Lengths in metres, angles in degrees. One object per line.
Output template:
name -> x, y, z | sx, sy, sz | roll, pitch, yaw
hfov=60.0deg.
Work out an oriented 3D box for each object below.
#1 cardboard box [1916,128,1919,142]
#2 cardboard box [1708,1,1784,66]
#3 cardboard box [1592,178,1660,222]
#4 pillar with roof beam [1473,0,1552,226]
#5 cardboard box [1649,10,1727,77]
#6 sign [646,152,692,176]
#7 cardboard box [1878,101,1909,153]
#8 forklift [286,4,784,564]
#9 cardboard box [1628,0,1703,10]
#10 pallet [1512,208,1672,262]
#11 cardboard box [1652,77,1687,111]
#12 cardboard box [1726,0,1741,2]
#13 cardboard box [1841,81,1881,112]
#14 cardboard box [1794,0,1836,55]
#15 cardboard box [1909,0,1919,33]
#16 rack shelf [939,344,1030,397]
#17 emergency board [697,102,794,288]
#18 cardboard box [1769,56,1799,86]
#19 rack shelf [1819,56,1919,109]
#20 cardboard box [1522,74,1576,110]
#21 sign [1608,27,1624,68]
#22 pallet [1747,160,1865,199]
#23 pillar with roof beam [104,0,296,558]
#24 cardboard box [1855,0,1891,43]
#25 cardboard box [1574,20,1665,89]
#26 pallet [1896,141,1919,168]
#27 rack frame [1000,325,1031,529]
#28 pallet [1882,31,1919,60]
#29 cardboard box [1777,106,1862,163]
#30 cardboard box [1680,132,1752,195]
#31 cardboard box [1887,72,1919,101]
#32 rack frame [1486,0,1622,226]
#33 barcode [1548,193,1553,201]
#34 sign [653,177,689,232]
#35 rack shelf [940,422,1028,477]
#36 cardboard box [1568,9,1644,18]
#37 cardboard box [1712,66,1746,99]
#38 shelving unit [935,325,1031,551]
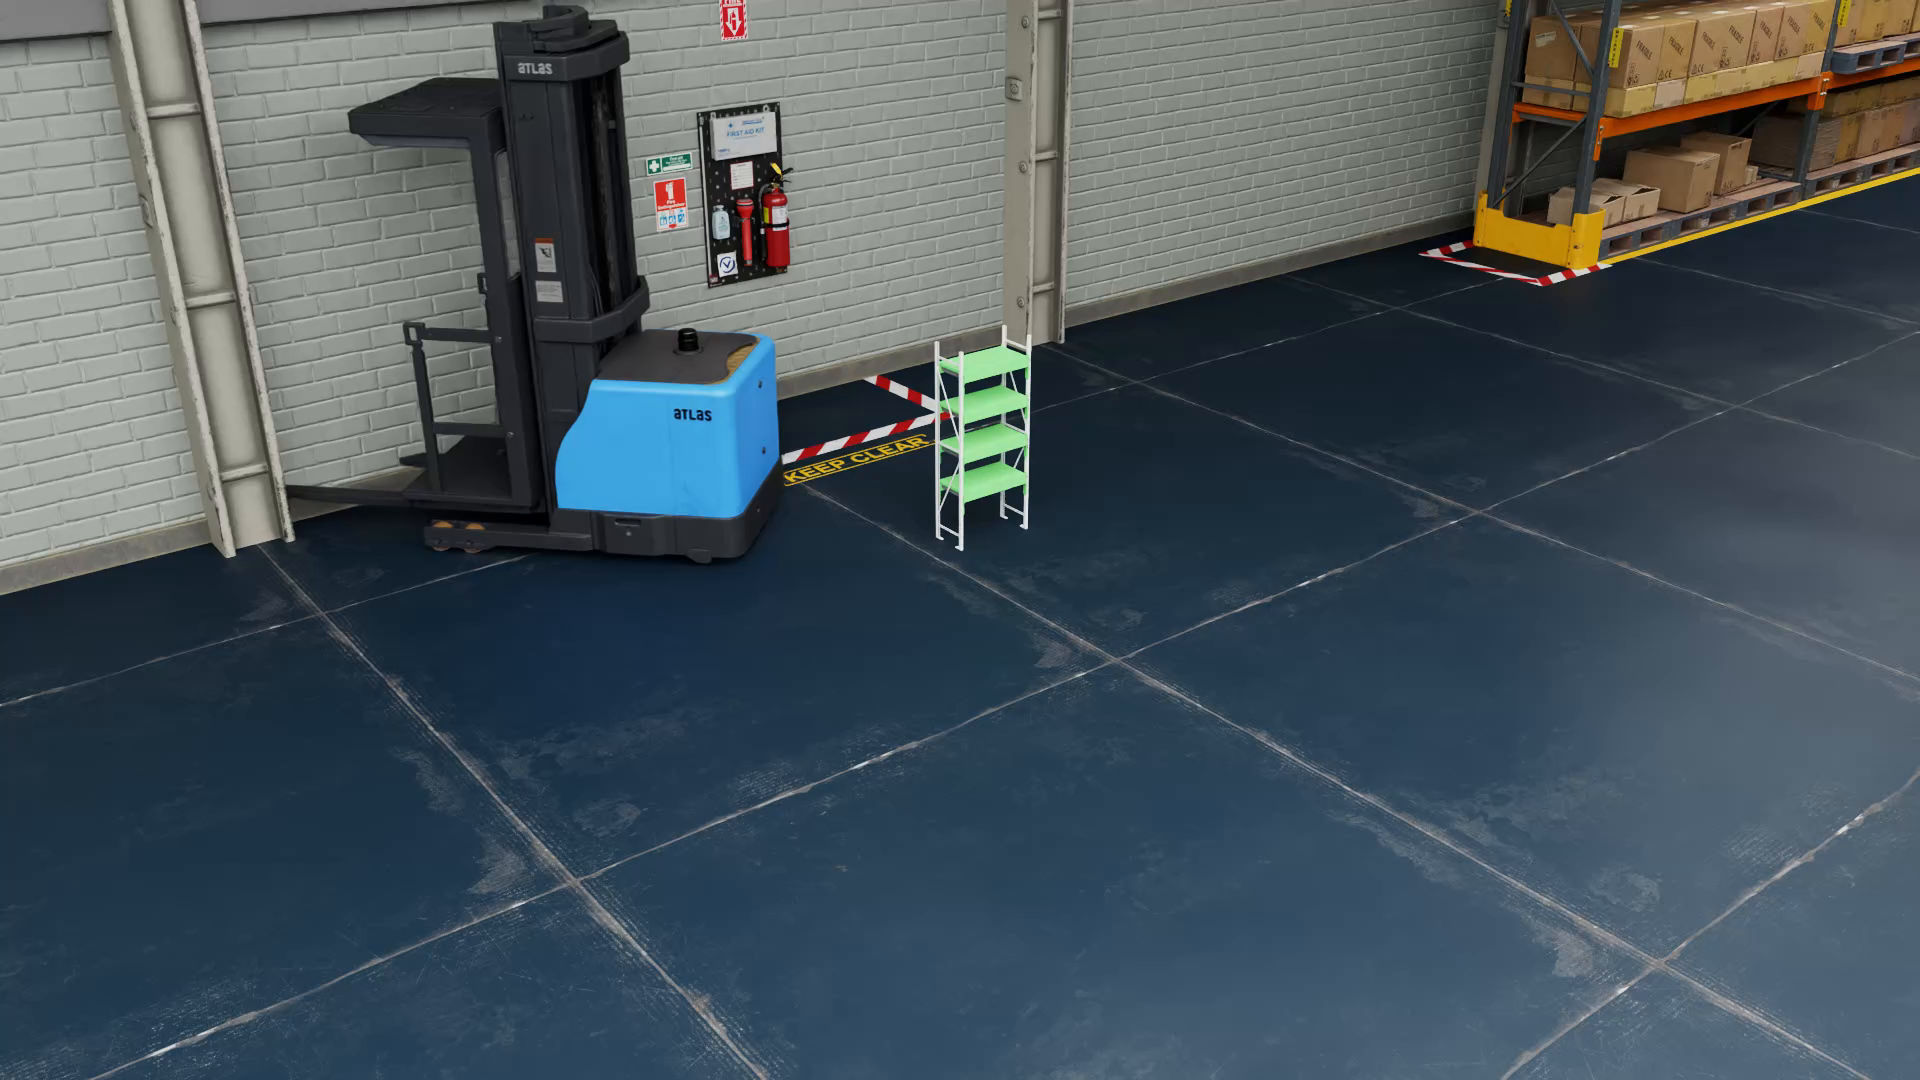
cardboard box -> 11.043, -4.948, 19.295 | 0.500, 0.500, 0.700 | -18, 30, -33
cardboard box -> 7.457, -4.845, 15.889 | 0.500, 0.500, 0.500 | -19, 31, -35
cardboard box -> 6.331, -3.286, 15.939 | 0.500, 0.311, 0.500 | -15, 29, -30
pillar with roof beam -> 7.956, -5.772, 11.497 | 0.400, 9.000, 9.100 | -18, 31, -34
cardboard box -> 6.649, -4.571, 15.300 | 0.500, 0.500, 0.500 | -19, 31, -36
sign -> -1.880, -2.434, 10.760 | 0.331, 0.109, 0.001 | -18, 31, -34
cardboard box -> 10.193, -4.714, 18.791 | 0.500, 0.500, 0.700 | -18, 31, -34
forklift -> -2.643, -1.469, 9.433 | 3.031, 2.935, 1.130 | 4, 25, 8
cardboard box -> 6.725, -4.877, 15.958 | 0.500, 0.500, 0.500 | -18, 30, -33
pallet -> 6.003, -2.963, 15.883 | 1.213, 0.211, 1.003 | -18, 31, -34
cardboard box -> 6.262, -4.111, 15.199 | 0.500, 0.250, 0.500 | -19, 31, -36
cardboard box -> 7.522, -5.143, 16.531 | 0.500, 0.500, 0.500 | -18, 31, -34
cardboard box -> 9.751, -4.902, 18.305 | 0.500, 0.250, 0.500 | -19, 31, -35
cardboard box -> 8.249, -5.103, 16.447 | 0.500, 0.500, 0.500 | -18, 31, -34
cardboard box -> 10.247, -5.875, 18.205 | 0.500, 0.500, 0.700 | -18, 31, -34
rack shelf -> 0.130, -0.965, 9.415 | 0.480, 0.148, 0.258 | -18, 31, -34
emergency board -> -1.390, -2.289, 11.119 | 0.643, 1.169, 0.194 | -18, 31, -34
cardboard box -> 7.847, -4.638, 16.336 | 0.500, 0.250, 0.500 | -18, 30, -34
rack shelf -> 10.004, -5.241, 18.334 | 4.000, 0.370, 1.077 | -18, 31, -34
cardboard box -> 5.531, -4.135, 15.251 | 0.500, 0.250, 0.500 | -18, 30, -33
sign -> 5.617, -4.221, 14.254 | 0.005, 0.325, 0.100 | -18, 31, -34
pallet -> 9.042, -3.985, 18.087 | 1.213, 0.211, 1.003 | -18, 31, -34
pillar with roof beam -> -1.487, -2.655, 4.781 | 0.400, 9.000, 9.100 | -18, 31, -34
cardboard box -> 9.296, -5.556, 17.517 | 0.500, 0.500, 0.700 | -15, 29, -29
cardboard box -> 5.844, -4.314, 14.746 | 0.500, 0.500, 0.500 | -18, 31, -34
pallet -> 10.962, -4.619, 19.452 | 1.213, 0.211, 1.003 | -18, 31, -34
rack frame -> 0.322, -0.651, 9.727 | 0.015, 1.200, 0.240 | -18, 31, -34
pallet -> 10.045, -5.472, 18.205 | 1.213, 0.211, 1.003 | -18, 31, -34
cardboard box -> 9.375, -4.461, 18.245 | 0.500, 0.500, 0.700 | -19, 31, -35
cardboard box -> 7.638, -3.830, 16.887 | 0.500, 0.500, 0.500 | -21, 32, -38
cardboard box -> 10.556, -5.161, 18.863 | 0.500, 0.250, 0.500 | -18, 30, -33
rack frame -> 5.282, -4.008, 14.824 | 0.127, 3.000, 1.000 | -18, 31, -34
barcode -> 5.650, -3.280, 15.914 | 0.075, 0.075, 0.001 | -18, 31, -34
sign -> -1.889, -2.196, 10.875 | 0.234, 0.329, 0.001 | -18, 31, -34
rack shelf -> 0.130, -0.529, 9.617 | 0.480, 0.148, 0.258 | -18, 31, -34
cardboard box -> 5.924, -4.610, 15.384 | 0.500, 0.500, 0.500 | -18, 30, -33
cardboard box -> 7.066, -4.372, 15.761 | 0.500, 0.250, 0.500 | -18, 30, -34
shelving unit -> 0.130, -0.587, 9.590 | 0.503, 1.200, 0.258 | -18, 31, -34
